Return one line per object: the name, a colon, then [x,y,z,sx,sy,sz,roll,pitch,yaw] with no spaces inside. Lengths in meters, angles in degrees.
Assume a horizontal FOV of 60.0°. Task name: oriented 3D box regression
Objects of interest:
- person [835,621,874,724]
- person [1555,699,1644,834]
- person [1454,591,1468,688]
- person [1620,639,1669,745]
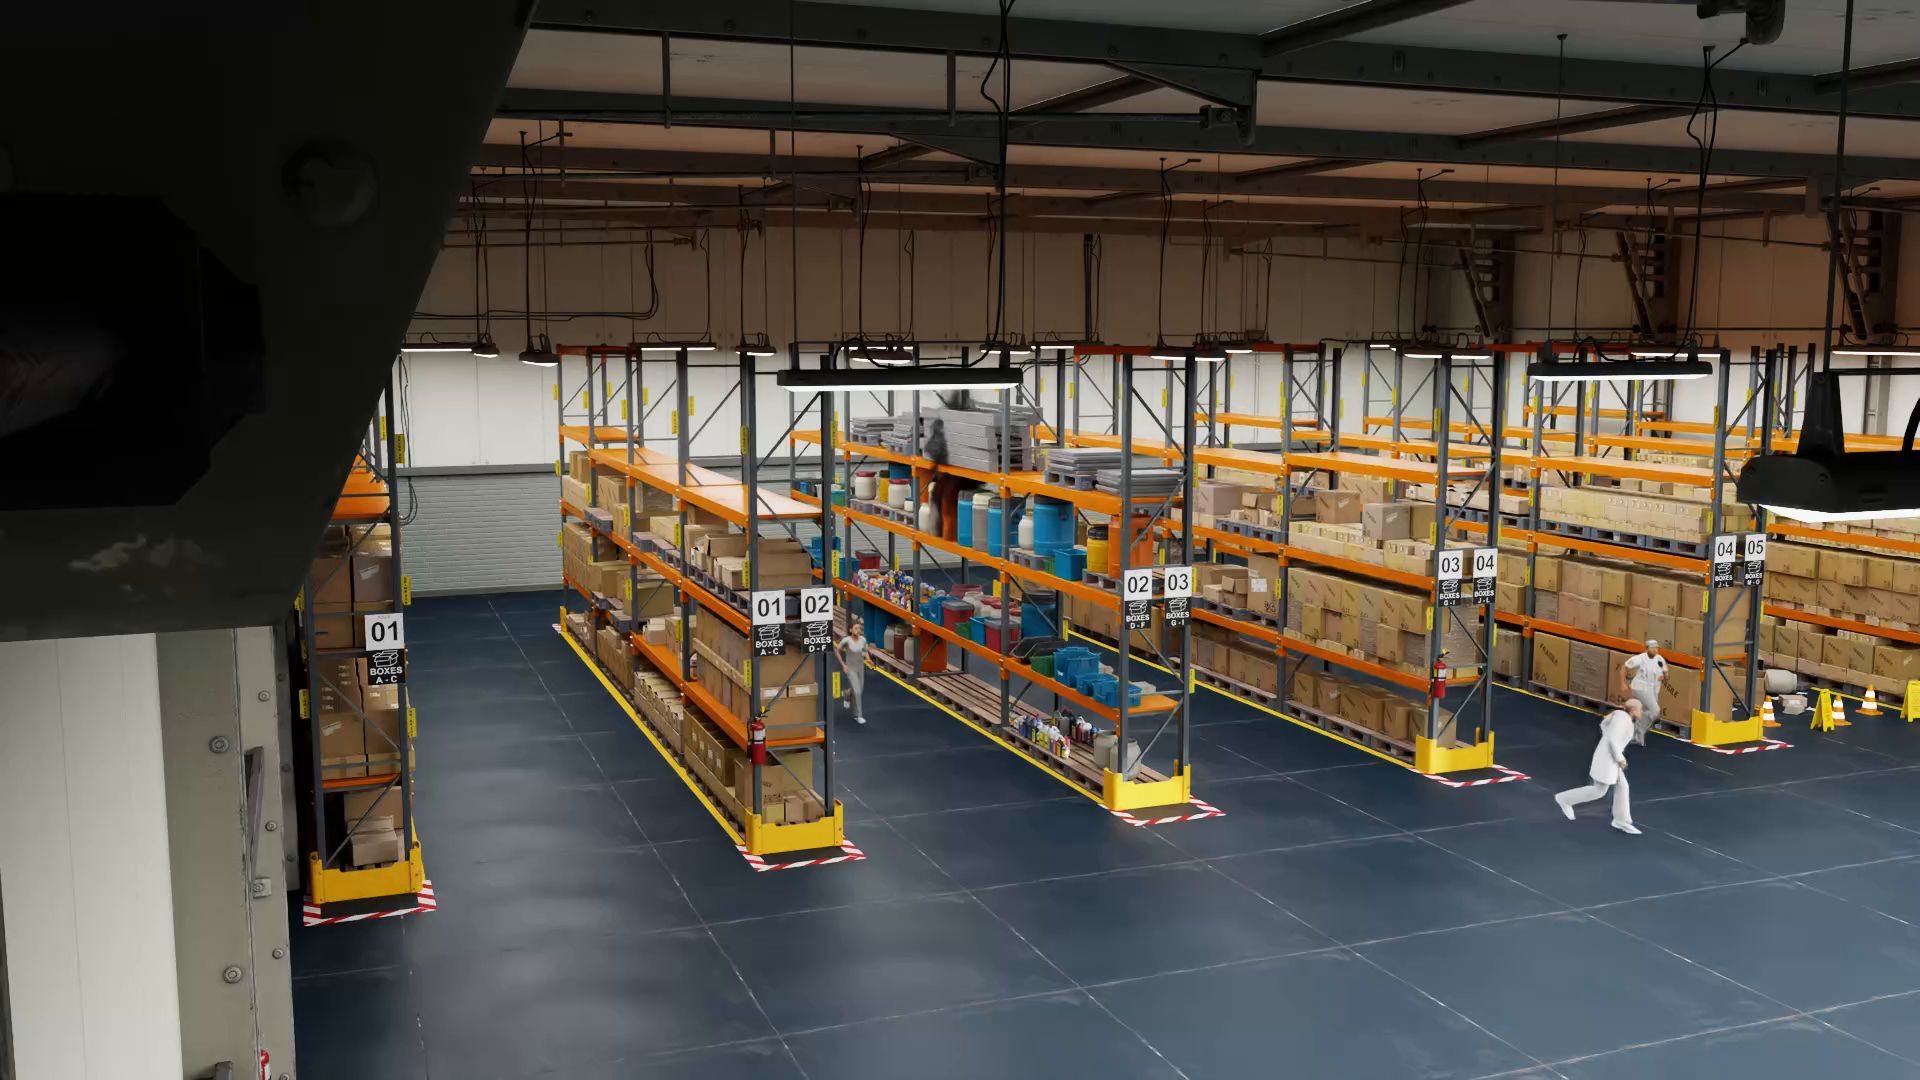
person: [-1.749,2.107,26.974,0.549,1.488,0.741,-5,9,-32]
person: [8.105,2.839,21.064,1.050,1.738,0.734,2,7,12]
person: [8.786,1.728,29.491,0.648,1.741,0.680,-3,8,-23]
person: [10.466,2.316,25.330,0.662,1.626,0.627,-4,8,-27]
